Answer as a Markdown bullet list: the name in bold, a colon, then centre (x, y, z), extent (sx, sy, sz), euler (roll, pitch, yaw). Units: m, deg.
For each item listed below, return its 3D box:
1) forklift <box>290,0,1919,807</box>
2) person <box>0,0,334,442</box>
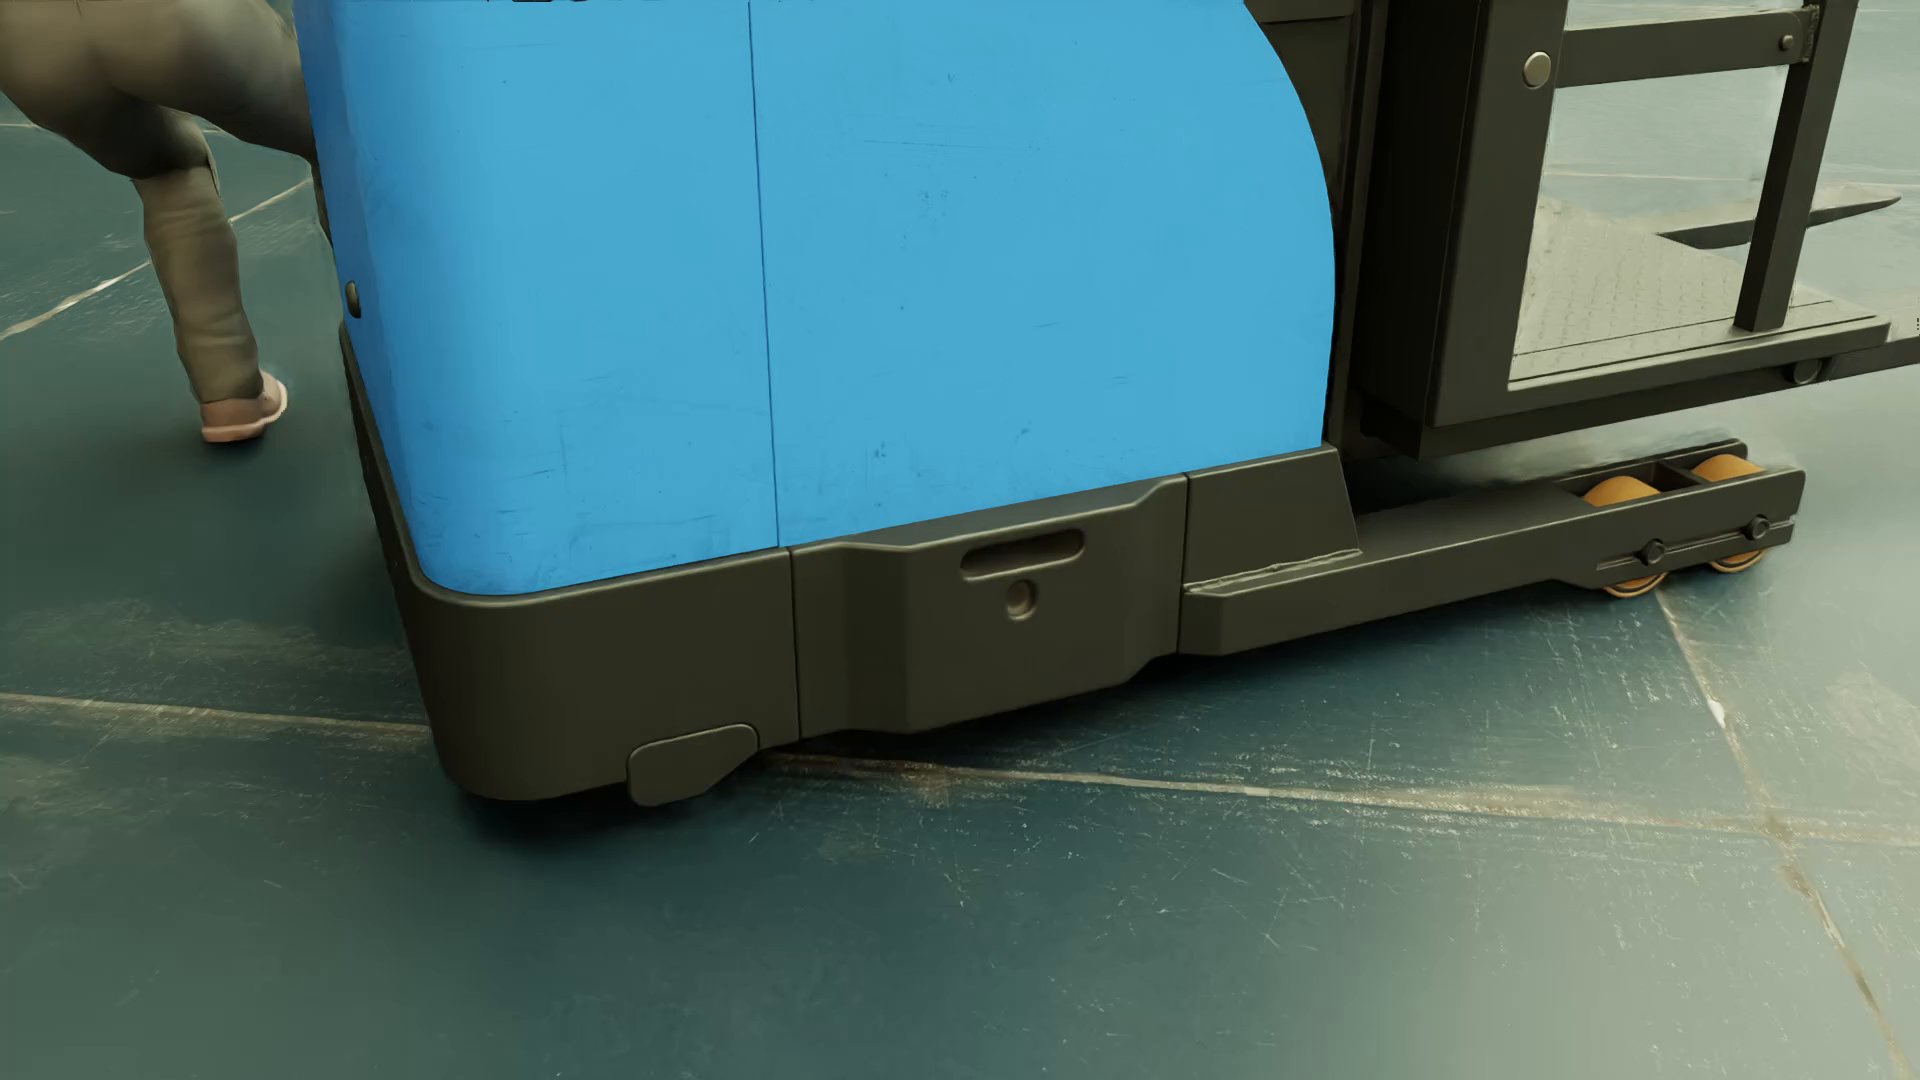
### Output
- **forklift**: centre (0.654, -1.436, 2.094), extent (3.031, 2.935, 1.130), euler (-11, 29, -21)
- **person**: centre (-1.198, -0.838, 2.562), extent (0.681, 1.533, 0.631), euler (-4, 27, -7)
